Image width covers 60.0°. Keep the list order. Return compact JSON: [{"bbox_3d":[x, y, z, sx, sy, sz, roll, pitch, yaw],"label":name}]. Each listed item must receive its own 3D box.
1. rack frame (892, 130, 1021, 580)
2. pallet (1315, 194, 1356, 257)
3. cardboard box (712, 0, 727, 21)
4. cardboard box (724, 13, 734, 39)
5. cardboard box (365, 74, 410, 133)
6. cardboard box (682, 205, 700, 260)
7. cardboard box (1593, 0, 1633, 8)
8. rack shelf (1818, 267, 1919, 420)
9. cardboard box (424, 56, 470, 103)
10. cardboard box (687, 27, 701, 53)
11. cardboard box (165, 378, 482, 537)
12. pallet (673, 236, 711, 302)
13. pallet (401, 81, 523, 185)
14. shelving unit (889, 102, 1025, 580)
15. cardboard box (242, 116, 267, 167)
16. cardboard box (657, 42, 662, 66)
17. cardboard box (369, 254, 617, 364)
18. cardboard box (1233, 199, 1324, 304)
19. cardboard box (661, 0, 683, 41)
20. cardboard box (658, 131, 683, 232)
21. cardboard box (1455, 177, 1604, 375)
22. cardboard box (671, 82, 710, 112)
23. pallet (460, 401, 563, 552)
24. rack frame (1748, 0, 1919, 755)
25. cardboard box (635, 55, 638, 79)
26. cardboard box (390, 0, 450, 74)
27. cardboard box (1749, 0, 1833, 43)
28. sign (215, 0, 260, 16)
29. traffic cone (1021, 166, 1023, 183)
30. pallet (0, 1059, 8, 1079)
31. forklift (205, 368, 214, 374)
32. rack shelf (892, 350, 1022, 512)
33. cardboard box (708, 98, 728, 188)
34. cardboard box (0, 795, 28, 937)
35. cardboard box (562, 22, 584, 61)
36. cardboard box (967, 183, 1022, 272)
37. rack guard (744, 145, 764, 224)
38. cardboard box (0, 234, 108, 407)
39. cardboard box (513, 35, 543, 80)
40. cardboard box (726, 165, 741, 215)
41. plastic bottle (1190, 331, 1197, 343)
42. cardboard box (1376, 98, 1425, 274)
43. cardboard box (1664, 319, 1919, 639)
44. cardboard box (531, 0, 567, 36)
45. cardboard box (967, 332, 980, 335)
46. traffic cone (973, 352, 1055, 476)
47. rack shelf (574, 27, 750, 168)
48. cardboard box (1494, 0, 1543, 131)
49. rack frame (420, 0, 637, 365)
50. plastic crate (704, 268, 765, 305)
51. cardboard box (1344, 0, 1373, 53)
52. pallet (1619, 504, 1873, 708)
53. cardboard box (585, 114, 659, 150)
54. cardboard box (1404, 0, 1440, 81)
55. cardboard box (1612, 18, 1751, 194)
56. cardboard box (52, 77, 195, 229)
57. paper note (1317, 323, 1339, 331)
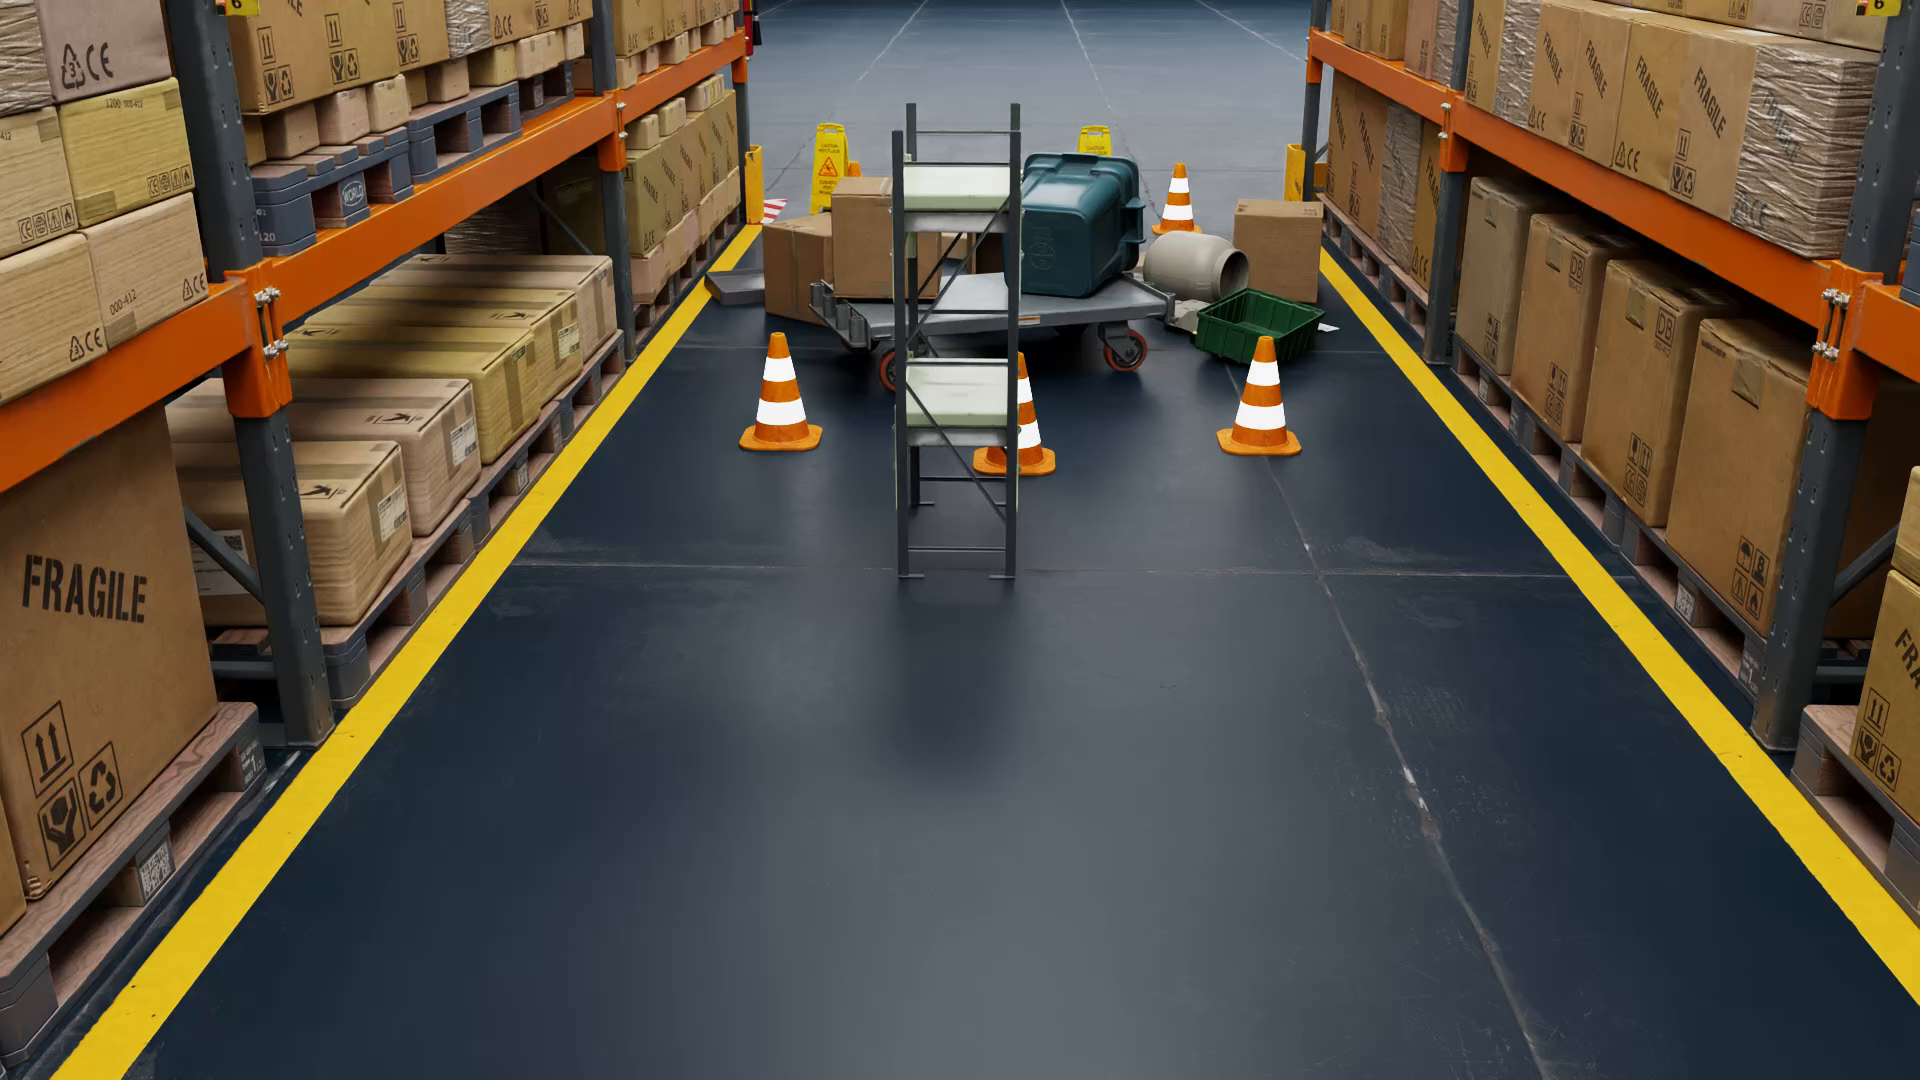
[{"bbox_3d":[-0.011,-0.569,5.423,0.400,1.500,0.023,1,21,2],"label":"rack frame"},{"bbox_3d":[2.997,-2.135,11.241,1.003,0.211,1.213,1,21,2],"label":"pallet"},{"bbox_3d":[-1.768,-3.548,10.478,0.500,0.500,0.500,1,21,2],"label":"cardboard box"},{"bbox_3d":[-1.702,-3.396,10.982,0.380,0.149,0.250,0,21,1],"label":"cardboard box"},{"bbox_3d":[-1.929,-1.345,5.114,0.380,0.149,0.250,1,21,2],"label":"cardboard box"},{"bbox_3d":[-1.823,-1.806,9.758,0.500,0.250,0.500,0,21,1],"label":"cardboard box"},{"bbox_3d":[2.783,-2.244,6.144,0.700,0.500,0.500,1,21,2],"label":"cardboard box"},{"bbox_3d":[2.639,0.226,2.295,1.077,0.370,4.000,1,21,2],"label":"rack shelf"},{"bbox_3d":[-1.957,-1.629,5.847,0.380,0.149,0.250,1,21,3],"label":"cardboard box"},{"bbox_3d":[-1.774,-3.026,10.027,0.380,0.149,0.250,0,21,1],"label":"cardboard box"},{"bbox_3d":[-2.209,-0.293,5.689,0.950,0.372,0.625,0,21,1],"label":"cardboard box"},{"bbox_3d":[-2.110,-1.683,10.074,1.003,0.211,1.213,1,21,2],"label":"pallet"},{"bbox_3d":[-2.232,-1.478,5.956,1.003,0.211,1.213,1,21,2],"label":"pallet"},{"bbox_3d":[0.000,-0.702,5.764,0.431,1.500,0.755,1,21,2],"label":"shelving unit"},{"bbox_3d":[-2.055,-1.045,4.342,0.380,0.149,0.250,-1,21,-1],"label":"cardboard box"},{"bbox_3d":[-1.846,-2.664,9.097,0.380,0.149,0.250,1,21,1],"label":"cardboard box"},{"bbox_3d":[-2.143,-1.078,7.713,0.950,0.372,0.625,1,21,2],"label":"cardboard box"},{"bbox_3d":[1.843,-1.688,9.684,0.500,0.500,0.500,4,22,11],"label":"cardboard box"},{"bbox_3d":[-1.817,-3.002,9.069,0.500,0.500,0.500,0,21,1],"label":"cardboard box"},{"bbox_3d":[-1.837,-1.965,9.130,0.500,0.500,0.500,1,21,4],"label":"cardboard box"},{"bbox_3d":[2.893,-1.201,7.506,1.050,0.750,0.750,1,21,1],"label":"cardboard box"},{"bbox_3d":[-1.736,-2.697,10.121,0.380,0.149,0.250,2,21,4],"label":"cardboard box"},{"bbox_3d":[-2.186,-0.273,6.442,1.003,0.211,1.213,1,21,2],"label":"pallet"},{"bbox_3d":[2.700,-0.833,4.029,1.000,3.000,0.127,1,21,2],"label":"rack frame"},{"bbox_3d":[-1.843,-2.382,8.369,0.380,0.149,0.250,1,21,3],"label":"cardboard box"},{"bbox_3d":[-1.988,-1.773,5.321,0.500,0.500,0.500,1,21,3],"label":"cardboard box"},{"bbox_3d":[2.738,-1.691,4.719,0.700,0.500,0.500,0,21,1],"label":"cardboard box"},{"bbox_3d":[-1.696,-1.386,3.853,0.100,0.325,0.005,1,21,2],"label":"sign"},{"bbox_3d":[0.389,-2.502,11.837,0.336,0.463,0.334,1,21,2],"label":"traffic cone"},{"bbox_3d":[-2.390,1.173,2.713,1.003,0.211,1.213,1,21,2],"label":"pallet"},{"bbox_3d":[-4.996,-2.317,7.949,3.031,2.935,1.130,17,27,37],"label":"forklift"},{"bbox_3d":[0.000,-0.398,5.882,0.431,0.370,0.720,1,21,2],"label":"rack shelf"},{"bbox_3d":[-1.784,-2.526,10.575,0.500,0.500,0.500,1,21,4],"label":"cardboard box"},{"bbox_3d":[-2.386,0.515,2.911,0.875,0.875,0.875,1,21,2],"label":"cardboard box"},{"bbox_3d":[-1.869,-2.187,7.285,0.380,0.149,0.250,1,21,2],"label":"cardboard box"},{"bbox_3d":[0.470,-1.917,10.273,0.797,0.503,0.637,-16,26,-35],"label":"cardboard box"},{"bbox_3d":[-2.010,-2.551,11.911,1.175,0.500,0.348,1,21,2],"label":"rack guard"},{"bbox_3d":[-2.007,-0.410,3.147,0.500,0.250,0.500,1,21,3],"label":"cardboard box"},{"bbox_3d":[-1.871,-1.906,6.561,0.380,0.149,0.250,1,21,2],"label":"cardboard box"},{"bbox_3d":[-1.764,-2.353,11.168,0.500,0.250,0.500,1,21,1],"label":"cardboard box"},{"bbox_3d":[1.322,-1.026,8.588,0.133,0.061,0.283,-11,24,-26],"label":"plastic bottle"},{"bbox_3d":[2.934,-2.037,9.489,0.875,0.875,0.875,1,21,2],"label":"cardboard box"},{"bbox_3d":[2.808,-0.199,4.925,1.050,0.750,0.750,0,21,1],"label":"cardboard box"},{"bbox_3d":[-1.928,-2.329,6.756,0.500,0.500,0.500,1,21,2],"label":"cardboard box"},{"bbox_3d":[0.041,-1.293,8.995,0.258,0.266,0.396,-16,26,-35],"label":"cardboard box"},{"bbox_3d":[0.223,-0.535,6.768,0.336,0.463,0.334,1,21,2],"label":"traffic cone"},{"bbox_3d":[-2.068,-2.685,9.796,1.077,0.370,4.000,1,21,2],"label":"rack shelf"},{"bbox_3d":[2.522,-1.956,6.785,0.500,0.500,0.500,1,21,2],"label":"cardboard box"},{"bbox_3d":[-2.129,-2.297,7.803,1.000,3.000,0.127,1,21,2],"label":"rack frame"},{"bbox_3d":[-1.262,-1.495,9.770,0.402,0.080,0.583,-7,22,-17],"label":"plastic crate"},{"bbox_3d":[2.840,-3.261,10.078,0.875,0.550,0.550,1,21,2],"label":"cardboard box"},{"bbox_3d":[2.799,0.183,5.266,1.003,0.211,1.213,1,21,2],"label":"pallet"},{"bbox_3d":[-1.778,-2.118,8.628,0.380,0.149,0.250,1,21,2],"label":"cardboard box"},{"bbox_3d":[2.815,-2.682,8.587,0.875,0.550,0.550,1,21,2],"label":"cardboard box"},{"bbox_3d":[2.477,-1.406,5.369,0.500,0.500,0.500,0,21,1],"label":"cardboard box"},{"bbox_3d":[-2.012,-0.836,3.553,0.500,0.250,0.500,1,21,1],"label":"cardboard box"},{"bbox_3d":[1.937,-1.148,8.946,0.147,0.020,0.142,-16,26,-35],"label":"paper note"}]
